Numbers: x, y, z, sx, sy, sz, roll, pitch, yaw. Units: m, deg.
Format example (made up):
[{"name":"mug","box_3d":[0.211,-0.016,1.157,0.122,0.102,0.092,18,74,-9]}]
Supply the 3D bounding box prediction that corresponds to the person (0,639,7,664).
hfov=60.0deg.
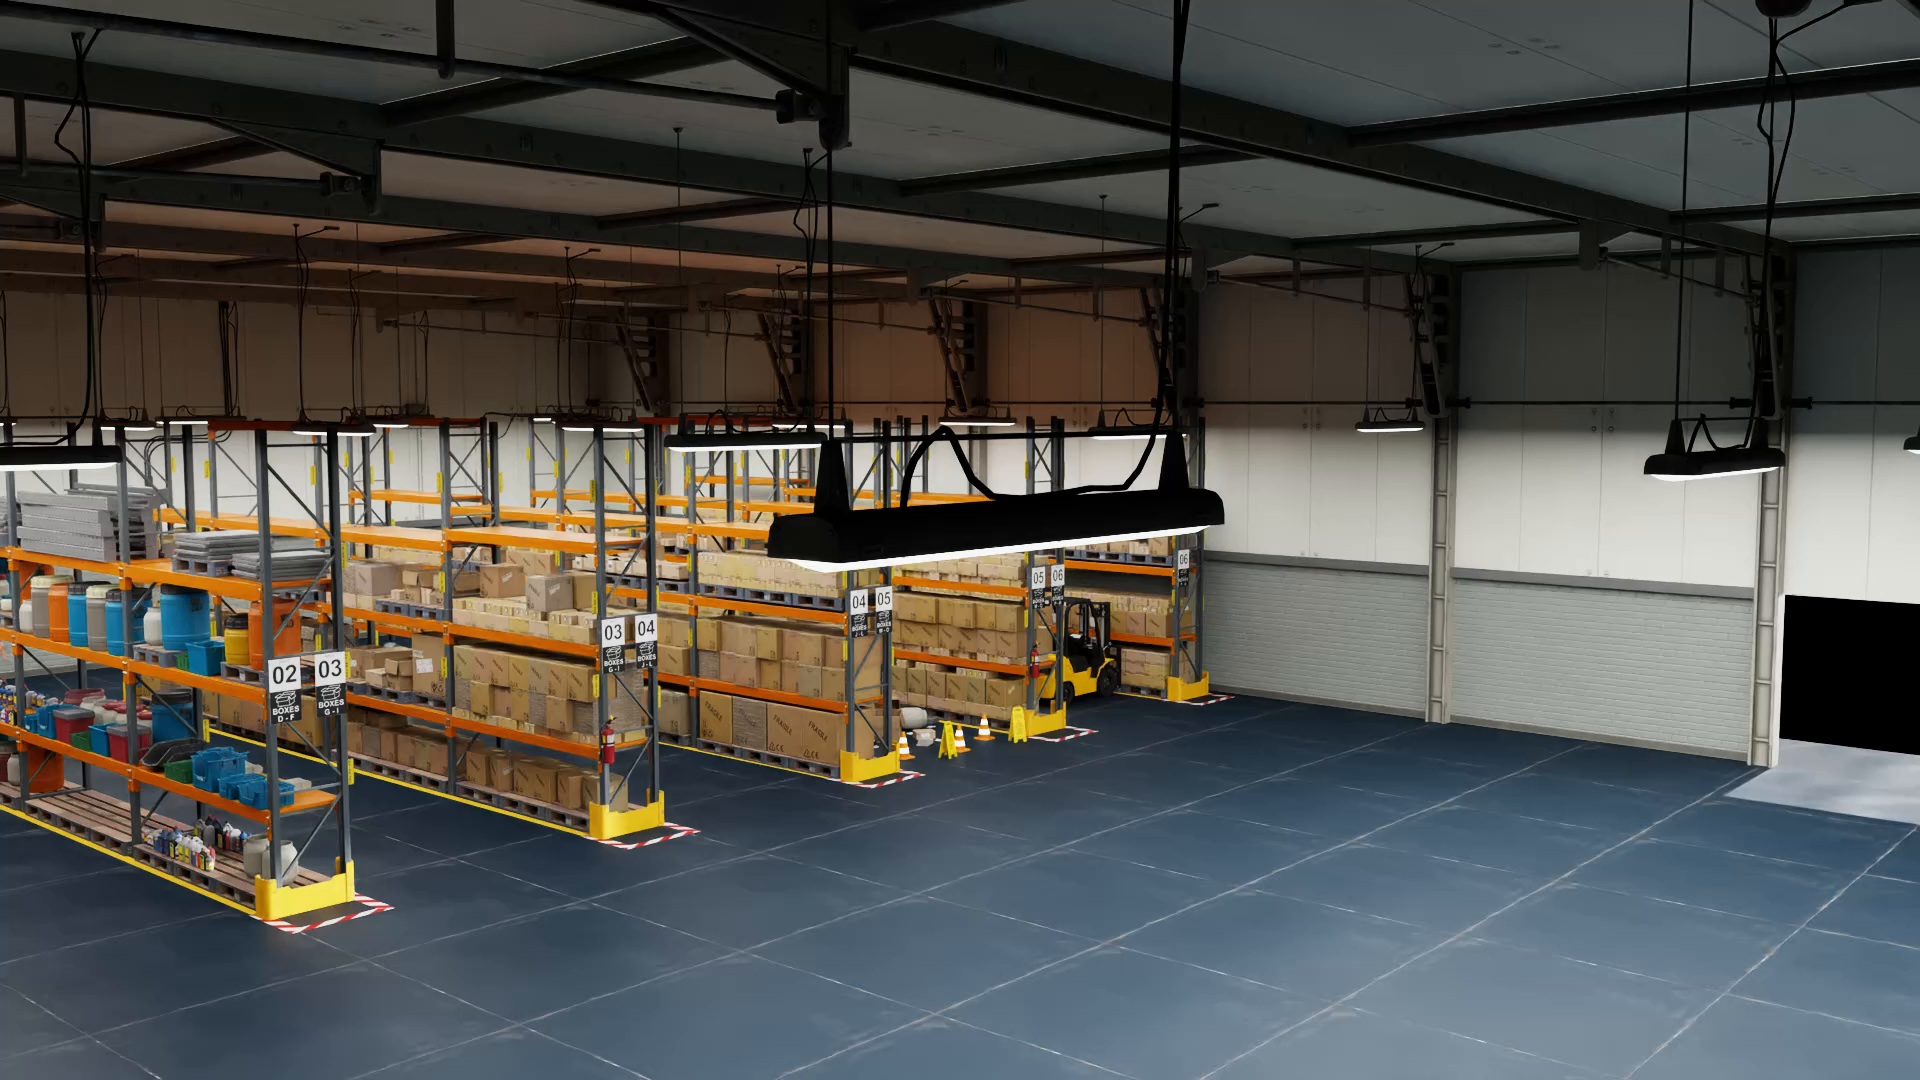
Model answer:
[{"name":"person","box_3d":[-20.772,2.525,35.568,1.084,1.659,0.647,4,6,42]}]

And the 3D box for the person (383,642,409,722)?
[{"name":"person","box_3d":[-10.955,2.813,32.156,0.520,1.660,0.492,-3,5,-29]}]
